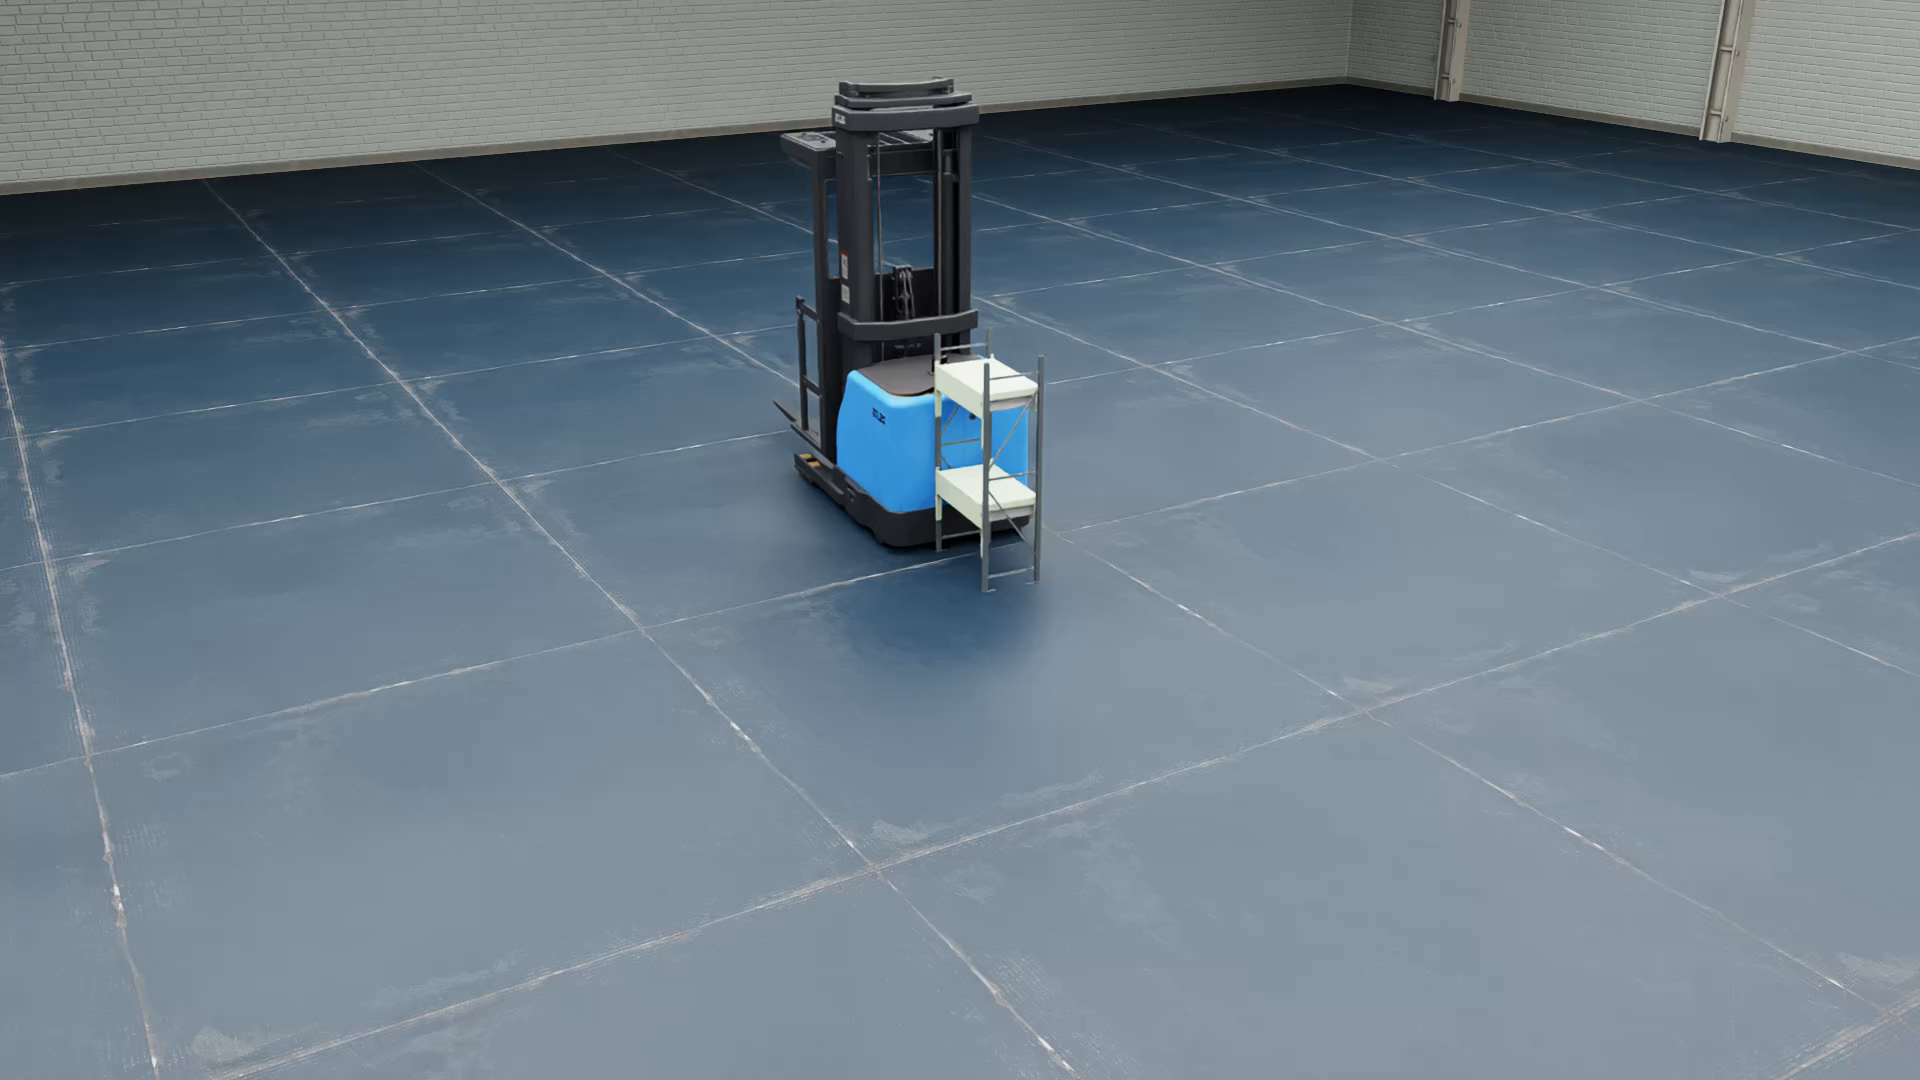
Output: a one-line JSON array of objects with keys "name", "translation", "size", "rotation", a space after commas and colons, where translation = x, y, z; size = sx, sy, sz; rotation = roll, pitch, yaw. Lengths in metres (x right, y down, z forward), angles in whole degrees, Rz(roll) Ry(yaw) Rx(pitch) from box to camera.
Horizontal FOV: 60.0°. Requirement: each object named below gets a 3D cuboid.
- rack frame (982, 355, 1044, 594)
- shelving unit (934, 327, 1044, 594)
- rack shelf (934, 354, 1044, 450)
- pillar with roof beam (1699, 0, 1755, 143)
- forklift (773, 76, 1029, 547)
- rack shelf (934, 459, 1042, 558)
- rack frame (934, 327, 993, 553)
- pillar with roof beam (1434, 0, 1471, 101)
[{"name": "rack frame", "translation": [0.325, -0.390, 10.279], "size": [0.400, 1.500, 0.023], "rotation": [-10, 24, -22]}, {"name": "shelving unit", "translation": [0.174, -0.515, 10.588], "size": [0.431, 1.500, 0.755], "rotation": [-10, 24, -22]}, {"name": "rack shelf", "translation": [0.174, -0.877, 10.441], "size": [0.431, 0.370, 0.720], "rotation": [-10, 24, -22]}, {"name": "pillar with roof beam", "translation": [8.856, -9.985, 23.927], "size": [9.100, 9.000, 0.400], "rotation": [-13, 25, -28]}, {"name": "forklift", "translation": [-0.593, -1.834, 11.931], "size": [1.130, 2.935, 3.031], "rotation": [-10, 24, -22]}, {"name": "rack shelf", "translation": [0.174, -0.213, 10.710], "size": [0.431, 0.370, 0.720], "rotation": [-10, 24, -22]}, {"name": "rack frame", "translation": [0.023, -0.641, 10.897], "size": [0.400, 1.500, 0.023], "rotation": [-10, 24, -22]}, {"name": "pillar with roof beam", "translation": [5.791, -11.927, 28.705], "size": [9.100, 9.000, 0.400], "rotation": [-13, 25, -28]}]
